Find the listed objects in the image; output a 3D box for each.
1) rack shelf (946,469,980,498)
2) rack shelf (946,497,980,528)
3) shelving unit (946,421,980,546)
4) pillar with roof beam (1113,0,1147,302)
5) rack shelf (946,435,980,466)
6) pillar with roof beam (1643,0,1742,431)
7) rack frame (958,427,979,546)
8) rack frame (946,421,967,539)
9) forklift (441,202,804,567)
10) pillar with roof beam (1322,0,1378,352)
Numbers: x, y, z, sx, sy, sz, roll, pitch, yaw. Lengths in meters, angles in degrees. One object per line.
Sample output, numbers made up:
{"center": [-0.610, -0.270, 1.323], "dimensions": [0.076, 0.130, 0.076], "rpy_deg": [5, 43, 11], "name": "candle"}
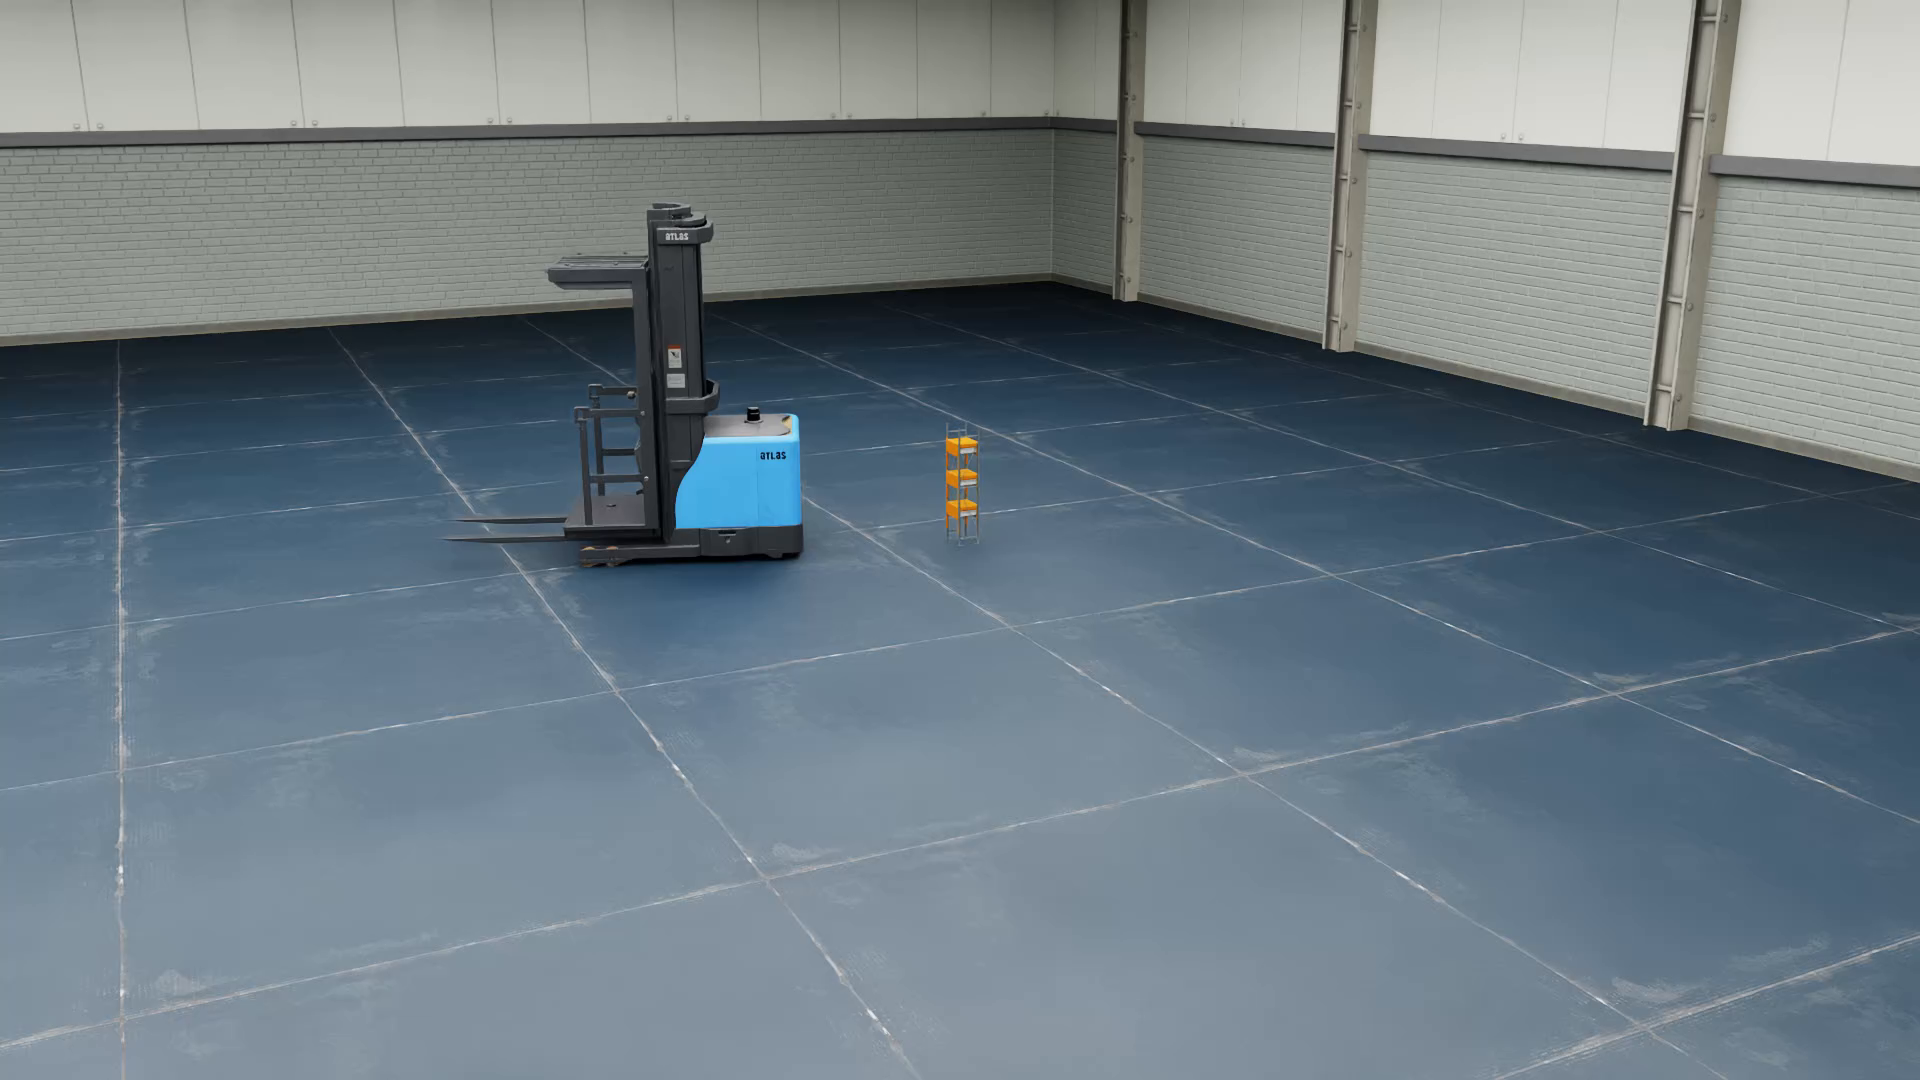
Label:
{"center": [0.023, -0.481, 14.563], "dimensions": [0.215, 0.259, 0.240], "rpy_deg": [-8, 18, -25], "name": "rack shelf"}
{"center": [0.023, -0.214, 14.639], "dimensions": [0.215, 0.259, 0.240], "rpy_deg": [-8, 18, -25], "name": "rack shelf"}
{"center": [0.023, -0.491, 14.560], "dimensions": [0.215, 1.050, 0.252], "rpy_deg": [-8, 18, -25], "name": "shelving unit"}
{"center": [-0.911, -8.101, 26.667], "dimensions": [9.100, 9.000, 0.400], "rpy_deg": [-8, 18, -25], "name": "pillar with roof beam"}
{"center": [0.023, -0.754, 14.484], "dimensions": [0.215, 0.259, 0.240], "rpy_deg": [-8, 18, -25], "name": "rack shelf"}
{"center": [4.346, -5.126, 16.298], "dimensions": [9.100, 9.000, 0.400], "rpy_deg": [-8, 18, -25], "name": "pillar with roof beam"}
{"center": [0.077, -0.461, 14.454], "dimensions": [0.200, 1.050, 0.008], "rpy_deg": [-8, 18, -25], "name": "rack frame"}
{"center": [-0.030, -0.522, 14.665], "dimensions": [0.200, 1.050, 0.008], "rpy_deg": [-8, 18, -25], "name": "rack frame"}
{"center": [-2.885, -1.335, 14.090], "dimensions": [3.031, 2.935, 1.130], "rpy_deg": [-2, 16, -5], "name": "forklift"}
{"center": [1.718, -6.613, 21.483], "dimensions": [9.100, 9.000, 0.400], "rpy_deg": [-8, 18, -25], "name": "pillar with roof beam"}
